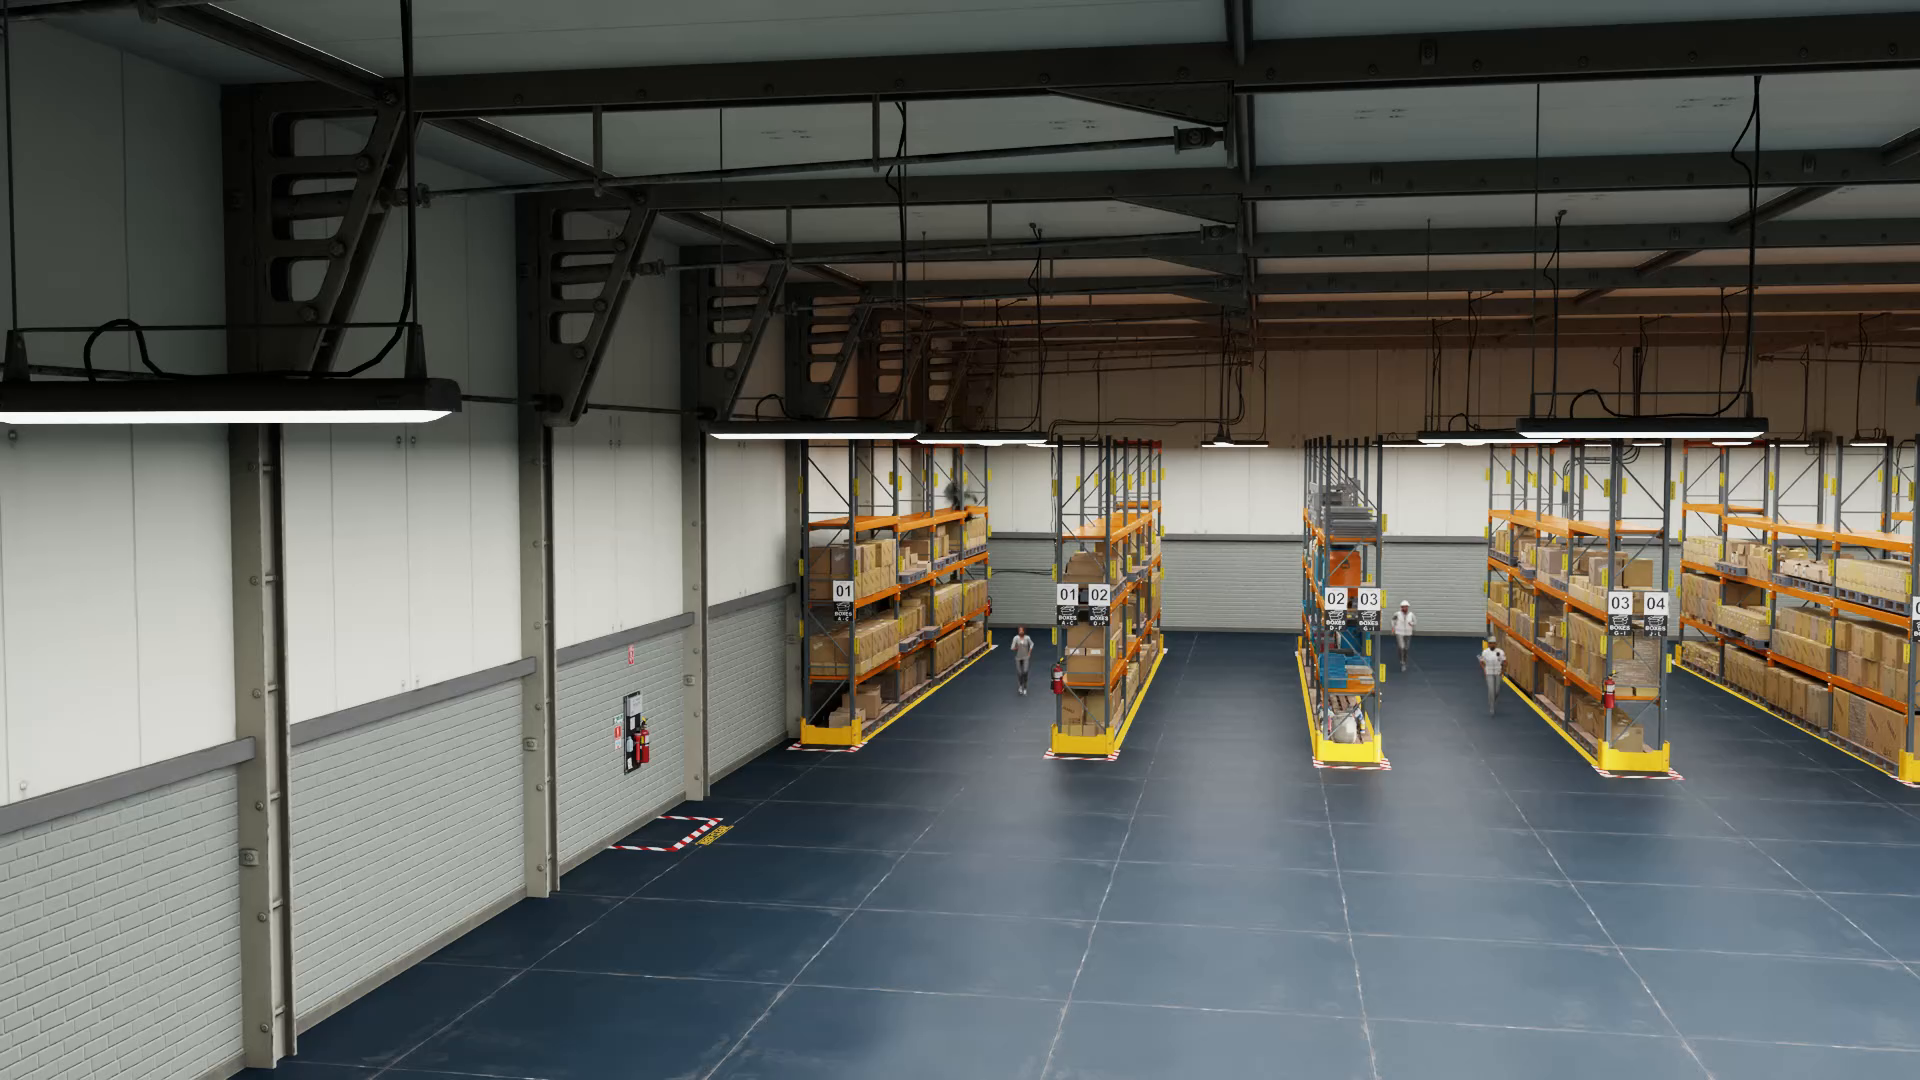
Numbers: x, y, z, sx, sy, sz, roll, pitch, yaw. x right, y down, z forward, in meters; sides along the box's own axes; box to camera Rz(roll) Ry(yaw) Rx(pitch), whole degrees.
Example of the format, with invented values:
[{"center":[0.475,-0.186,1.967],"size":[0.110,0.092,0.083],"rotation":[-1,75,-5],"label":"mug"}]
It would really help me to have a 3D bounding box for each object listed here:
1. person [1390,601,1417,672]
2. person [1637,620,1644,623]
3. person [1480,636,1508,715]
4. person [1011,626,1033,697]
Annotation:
[{"center":[11.575,2.483,43.351],"size":[0.627,1.824,0.869],"rotation":[0,3,0],"label":"person"},{"center":[17.938,2.467,44.644],"size":[0.813,1.740,0.728],"rotation":[1,3,20],"label":"person"},{"center":[11.643,2.931,36.289],"size":[0.575,1.695,0.676],"rotation":[1,3,16],"label":"person"},{"center":[1.444,2.817,38.861],"size":[0.522,1.639,0.700],"rotation":[0,3,4],"label":"person"}]
